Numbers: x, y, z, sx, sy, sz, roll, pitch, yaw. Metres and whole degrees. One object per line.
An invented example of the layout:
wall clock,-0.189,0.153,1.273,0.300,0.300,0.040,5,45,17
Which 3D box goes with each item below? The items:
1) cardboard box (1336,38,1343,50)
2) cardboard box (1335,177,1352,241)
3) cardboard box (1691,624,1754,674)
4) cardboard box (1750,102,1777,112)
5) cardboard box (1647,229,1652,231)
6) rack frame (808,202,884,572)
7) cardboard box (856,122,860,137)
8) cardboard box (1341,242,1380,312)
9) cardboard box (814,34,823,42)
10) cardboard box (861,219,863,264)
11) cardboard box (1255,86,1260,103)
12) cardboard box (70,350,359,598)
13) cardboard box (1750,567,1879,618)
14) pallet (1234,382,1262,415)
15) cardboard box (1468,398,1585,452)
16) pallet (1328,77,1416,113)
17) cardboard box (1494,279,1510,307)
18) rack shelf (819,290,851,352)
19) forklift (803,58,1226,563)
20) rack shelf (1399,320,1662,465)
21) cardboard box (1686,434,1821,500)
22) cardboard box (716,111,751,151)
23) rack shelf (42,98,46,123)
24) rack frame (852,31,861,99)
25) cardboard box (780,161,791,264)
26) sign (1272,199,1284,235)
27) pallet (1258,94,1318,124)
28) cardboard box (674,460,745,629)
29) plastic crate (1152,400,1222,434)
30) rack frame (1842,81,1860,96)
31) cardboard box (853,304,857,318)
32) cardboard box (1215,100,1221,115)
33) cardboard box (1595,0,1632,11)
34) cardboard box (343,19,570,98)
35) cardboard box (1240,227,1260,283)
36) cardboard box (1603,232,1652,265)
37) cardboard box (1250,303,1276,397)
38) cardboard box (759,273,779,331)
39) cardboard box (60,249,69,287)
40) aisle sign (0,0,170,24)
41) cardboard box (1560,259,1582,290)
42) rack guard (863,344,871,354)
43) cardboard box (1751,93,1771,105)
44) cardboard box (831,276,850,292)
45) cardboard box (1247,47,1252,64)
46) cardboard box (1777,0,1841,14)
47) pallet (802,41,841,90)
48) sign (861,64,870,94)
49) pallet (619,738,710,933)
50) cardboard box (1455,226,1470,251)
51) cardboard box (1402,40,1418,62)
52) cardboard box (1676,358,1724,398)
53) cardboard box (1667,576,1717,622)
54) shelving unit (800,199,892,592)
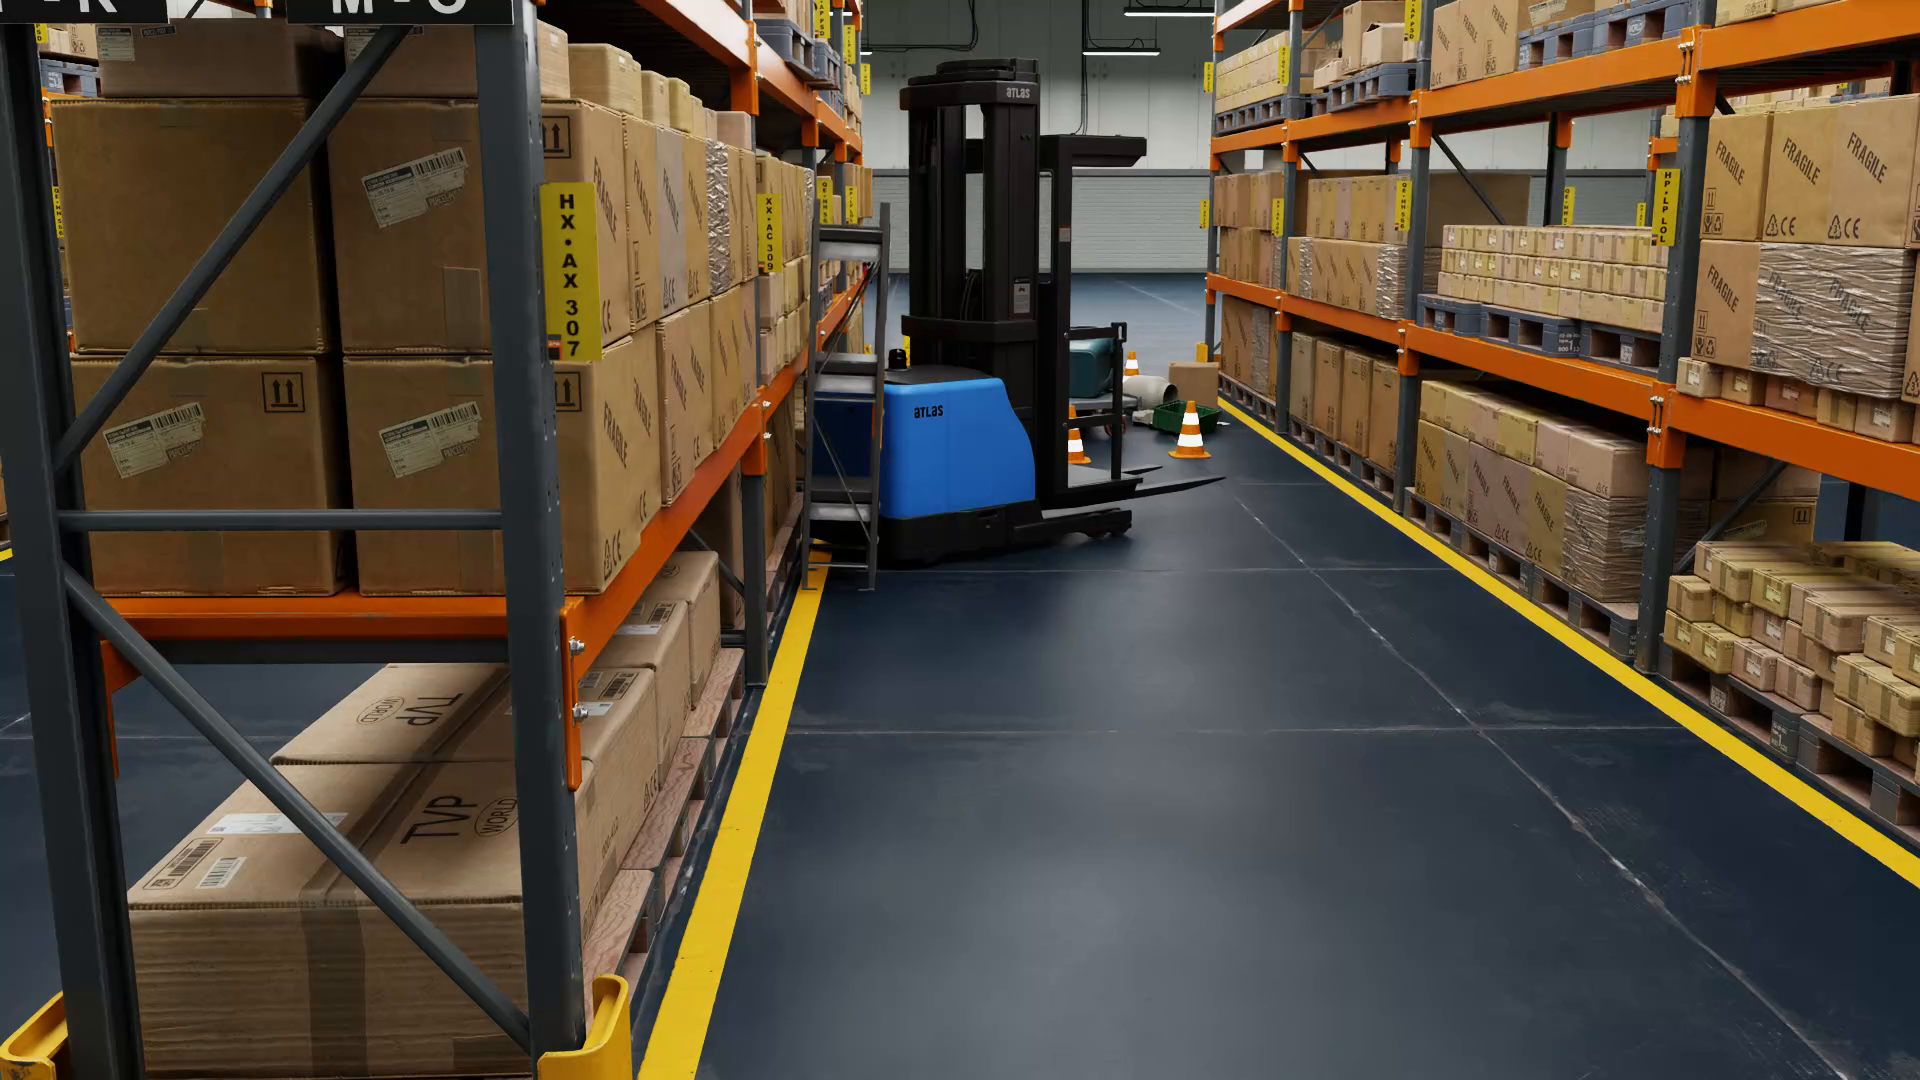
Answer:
cardboard box,3.746,-4.624,15.580,0.380,0.149,0.250,0,11,-2
cardboard box,3.464,-2.694,13.528,0.700,0.500,0.500,0,11,-1
cardboard box,3.282,0.452,6.902,0.380,0.149,0.250,0,11,1
cardboard box,8.099,-4.148,16.294,0.500,0.250,0.500,0,11,-2
cardboard box,4.005,-1.631,9.135,0.380,0.149,0.250,0,11,1
rack frame,-0.658,-0.848,9.403,0.400,2.100,0.015,2,11,-5
cardboard box,-1.280,-4.439,17.983,0.380,0.149,0.250,0,11,-1
cardboard box,3.211,-1.997,12.608,0.500,0.500,0.500,0,11,-2
cardboard box,-1.339,-3.946,12.984,0.500,0.250,0.500,0,11,0
cardboard box,-1.318,-3.299,18.277,0.500,0.500,0.500,0,11,-2
cardboard box,3.077,-4.331,16.143,0.380,0.149,0.250,0,11,0
cardboard box,-1.548,-0.174,3.623,0.500,0.500,0.500,0,11,-1
cardboard box,3.391,0.208,6.607,0.380,0.149,0.250,0,11,-2
pallet,3.459,-1.484,17.345,1.003,0.211,1.213,0,11,-1
cardboard box,3.288,-0.672,9.673,0.500,0.250,0.500,0,11,-1
pallet,3.415,-3.389,12.650,1.003,0.211,1.213,0,11,1
cardboard box,3.342,-1.441,9.692,0.380,0.149,0.250,0,11,1
rack shelf,-1.481,-1.666,13.036,1.077,0.370,4.000,0,11,-1
forklift,0.482,-1.516,10.660,3.031,2.935,1.130,-9,15,-39
rack shelf,3.549,-0.911,9.316,1.077,0.370,4.000,0,11,-1
cardboard box,3.839,-0.362,8.146,0.500,0.250,0.500,-1,11,-4
cardboard box,-1.032,-1.623,6.616,0.380,0.149,0.250,0,11,-2
rack shelf,-6.360,-2.320,8.714,1.077,0.370,4.000,0,11,-1
rack frame,-1.604,-6.151,18.247,1.000,3.000,0.127,0,11,-1
cardboard box,-1.124,-1.654,8.402,0.500,0.500,0.500,-1,11,-3
sign,2.870,-2.917,15.016,0.100,0.325,0.005,0,11,-1
pallet,3.419,-4.046,15.635,1.003,0.211,1.213,0,11,-1
cardboard box,-1.449,-0.113,7.860,0.875,0.875,0.875,0,11,1
plastic crate,2.112,-1.136,15.541,0.450,0.188,0.662,17,18,26
rack frame,8.386,-5.397,14.528,1.000,3.000,0.127,0,11,-1
cardboard box,-1.228,-2.259,16.491,0.380,0.149,0.250,0,11,2
cardboard box,3.029,-4.784,18.375,0.380,0.149,0.250,0,11,-1
cardboard box,3.690,-2.900,8.450,0.797,0.503,0.637,0,11,-2
cardboard box,-1.004,-0.959,3.345,0.380,0.149,0.250,0,11,0
cardboard box,3.367,-2.925,17.057,0.875,0.550,0.500,0,11,-1
cardboard box,3.377,-1.424,8.114,0.380,0.149,0.250,-1,11,-3
cardboard box,3.460,-1.925,16.793,0.875,0.875,0.875,0,11,-1
cardboard box,-1.084,-1.086,7.487,0.500,0.250,0.500,-1,11,-3
cardboard box,-6.142,-1.861,11.306,0.500,0.250,0.500,0,11,-1
aisle sign,-1.582,-1.289,2.831,0.394,0.787,0.004,0,11,-1
cardboard box,3.362,-1.381,8.648,0.380,0.149,0.250,-1,11,-4
rack guard,-1.603,-1.971,19.017,1.175,0.500,0.348,0,11,-1
cardboard box,8.058,-4.374,16.405,0.380,0.149,0.250,0,11,2
cardboard box,-1.208,-2.357,15.264,0.380,0.149,0.250,0,11,-1
cardboard box,3.067,-4.822,16.559,0.380,0.149,0.250,0,11,0
cardboard box,3.356,-2.070,6.051,0.500,0.250,0.500,0,11,-2
pallet,-1.373,-2.871,10.095,1.213,0.211,1.003,0,11,1
sign,-1.049,-5.113,18.448,0.100,0.325,0.005,0,11,-1
pallet,-1.391,0.935,5.417,1.003,0.211,1.213,0,11,-1
cardboard box,3.332,-1.890,10.408,0.380,0.149,0.250,-1,11,-3
cardboard box,3.275,-3.390,11.459,0.380,0.166,0.250,0,11,-1
cardboard box,3.269,-0.685,7.025,0.380,0.149,0.250,0,11,1
cardboard box,3.278,0.253,7.135,0.380,0.149,0.250,0,11,1
shelving unit,-0.638,-0.800,9.165,0.431,2.100,0.503,2,11,-5
